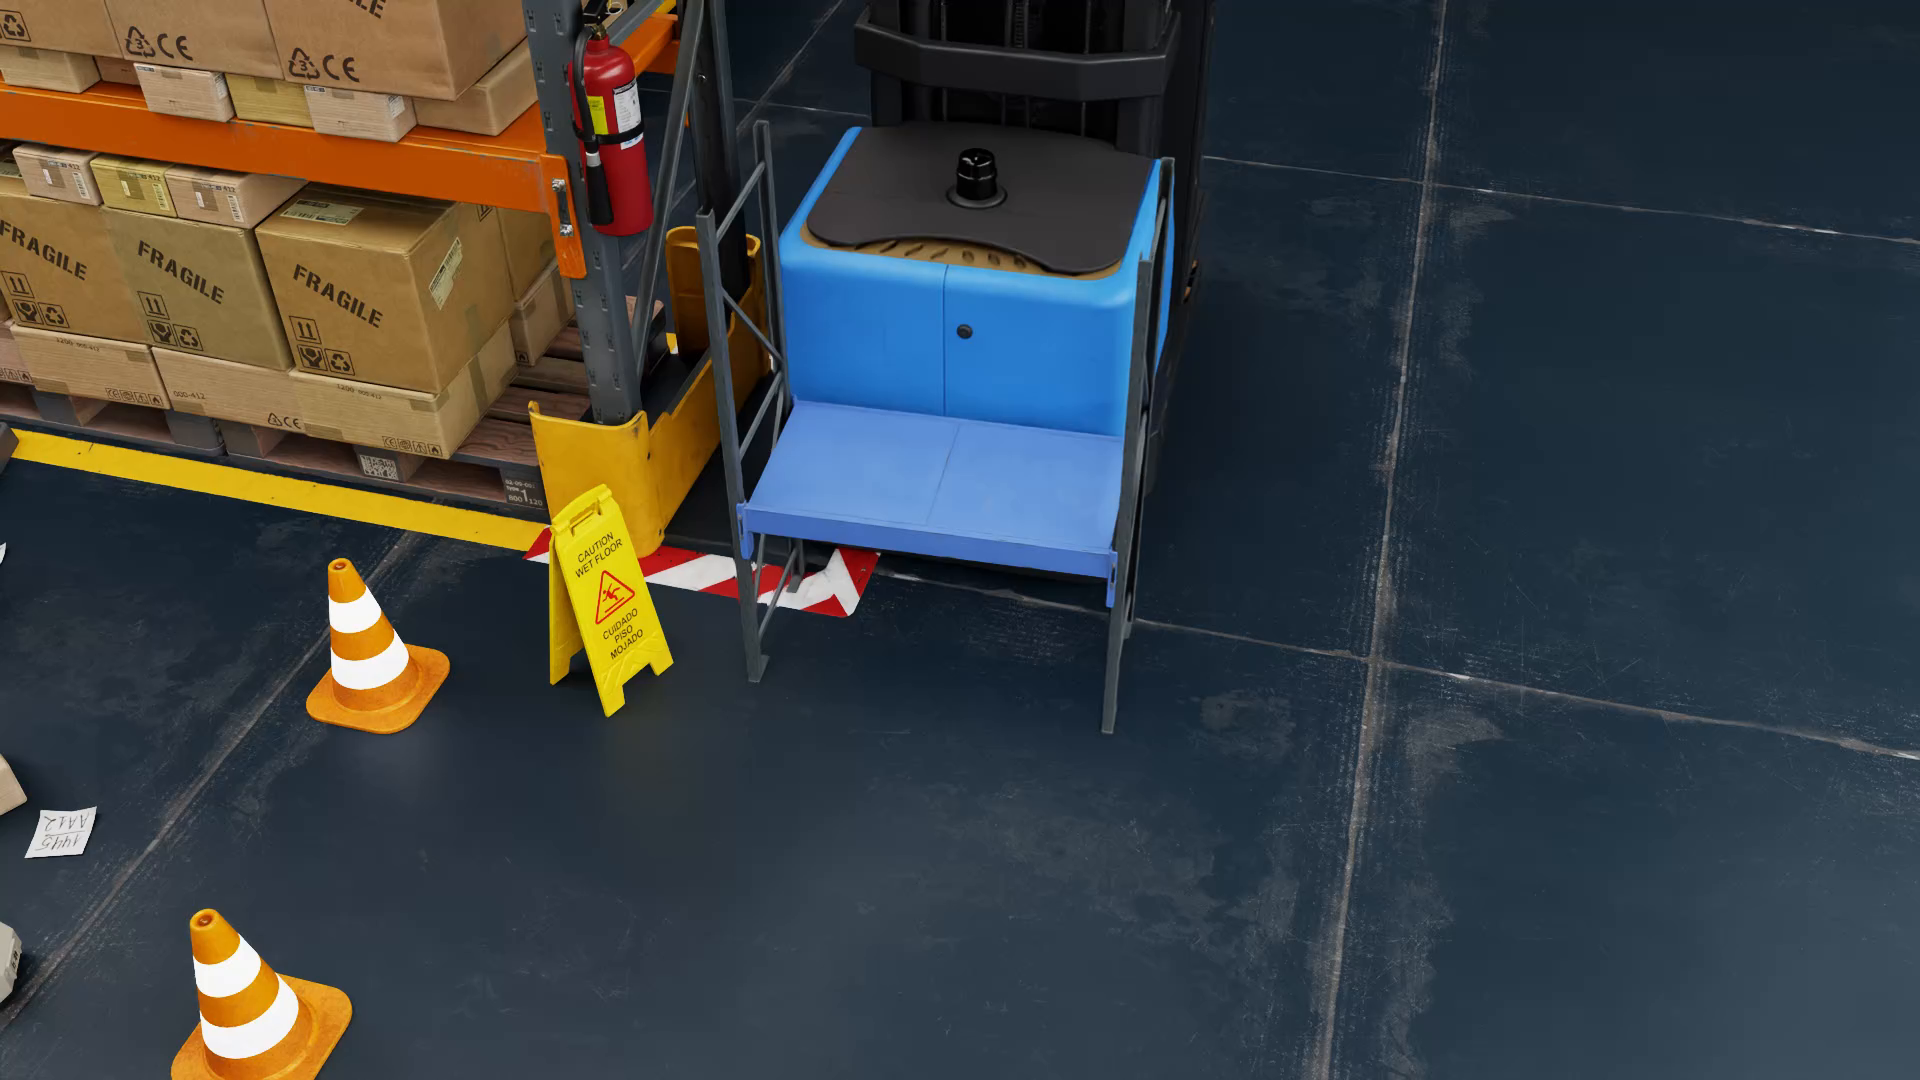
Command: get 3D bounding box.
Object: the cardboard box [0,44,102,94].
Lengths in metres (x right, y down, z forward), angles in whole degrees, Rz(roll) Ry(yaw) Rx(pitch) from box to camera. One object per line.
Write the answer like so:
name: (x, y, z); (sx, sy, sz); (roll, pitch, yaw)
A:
cardboard box: (-2.580, -1.462, 4.853); (0.250, 0.149, 0.380); (9, 41, 11)

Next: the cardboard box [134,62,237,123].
cardboard box: (-2.098, -1.346, 4.715); (0.250, 0.149, 0.380); (10, 41, 12)

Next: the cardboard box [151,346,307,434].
cardboard box: (-2.258, -0.626, 5.474); (0.500, 0.250, 0.500); (10, 41, 12)

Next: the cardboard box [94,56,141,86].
cardboard box: (-2.309, -1.476, 4.870); (0.250, 0.149, 0.380); (10, 41, 12)

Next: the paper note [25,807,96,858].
paper note: (-2.337, 0.757, 4.325); (0.142, 0.019, 0.148); (-3, 40, -4)

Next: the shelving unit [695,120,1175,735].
shelving unit: (-0.043, -0.258, 4.390); (1.048, 1.500, 0.538); (7, 41, 9)

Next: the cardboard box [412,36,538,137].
cardboard box: (-1.326, -1.292, 4.652); (0.250, 0.149, 0.380); (11, 41, 13)

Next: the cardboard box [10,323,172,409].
cardboard box: (-2.765, -0.709, 5.573); (0.500, 0.250, 0.500); (8, 41, 10)

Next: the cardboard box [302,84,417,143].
cardboard box: (-1.599, -1.266, 4.620); (0.250, 0.149, 0.380); (9, 41, 11)

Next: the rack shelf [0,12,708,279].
rack shelf: (-2.841, -1.516, 5.283); (4.000, 0.370, 1.077); (10, 41, 11)

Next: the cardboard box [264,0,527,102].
cardboard box: (-1.505, -1.531, 4.431); (0.500, 0.500, 0.500); (9, 41, 11)

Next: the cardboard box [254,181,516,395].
cardboard box: (-1.751, -0.826, 5.129); (0.500, 0.500, 0.500); (10, 41, 12)

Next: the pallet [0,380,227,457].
pallet: (-2.933, -0.765, 5.997); (1.213, 0.211, 1.003); (10, 41, 11)

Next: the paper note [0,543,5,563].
paper note: (-3.048, 0.065, 5.149); (0.148, 0.019, 0.142); (-3, 40, -4)

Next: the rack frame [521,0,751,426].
rack frame: (-0.909, -1.459, 4.655); (0.127, 3.000, 1.000); (10, 41, 11)

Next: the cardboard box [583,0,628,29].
cardboard box: (-1.184, -1.548, 4.957); (0.250, 0.149, 0.380); (10, 41, 12)

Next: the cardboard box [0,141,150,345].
cardboard box: (-2.741, -0.999, 5.335); (0.500, 0.500, 0.500); (9, 41, 10)

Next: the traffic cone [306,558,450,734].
traffic cone: (-1.658, 0.242, 4.602); (0.334, 0.463, 0.336); (10, 41, 11)

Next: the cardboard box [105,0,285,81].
cardboard box: (-1.987, -1.617, 4.534); (0.500, 0.500, 0.500); (10, 41, 12)

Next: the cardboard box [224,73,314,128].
cardboard box: (-1.841, -1.322, 4.687); (0.250, 0.149, 0.380); (9, 41, 11)

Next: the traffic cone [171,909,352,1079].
traffic cone: (-1.617, 0.988, 3.714); (0.334, 0.463, 0.336); (10, 41, 11)

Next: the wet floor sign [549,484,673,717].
wet floor sign: (-1.002, 0.138, 4.583); (0.232, 0.644, 0.267); (24, 46, 26)

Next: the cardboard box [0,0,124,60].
cardboard box: (-2.470, -1.702, 4.635); (0.500, 0.500, 0.500); (10, 41, 11)

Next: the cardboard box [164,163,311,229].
cardboard box: (-2.123, -1.093, 4.943); (0.250, 0.149, 0.380); (11, 41, 13)

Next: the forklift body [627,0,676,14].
forklift body: (-1.933, -3.401, 7.627); (1.214, 2.155, 2.313); (10, 41, 11)

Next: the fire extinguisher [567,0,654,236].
fire extinguisher: (-0.918, -1.124, 4.317); (0.183, 0.674, 0.296); (10, 41, 11)

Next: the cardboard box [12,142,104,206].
cardboard box: (-2.619, -1.182, 5.049); (0.250, 0.149, 0.380); (11, 41, 13)

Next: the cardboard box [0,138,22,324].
cardboard box: (-3.253, -1.085, 5.438); (0.500, 0.500, 0.500); (12, 41, 14)

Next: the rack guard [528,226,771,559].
rack guard: (-0.983, -0.515, 5.474); (0.348, 0.500, 1.175); (10, 41, 11)

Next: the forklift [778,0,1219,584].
forklift: (0.304, -1.946, 5.288); (1.130, 2.935, 3.031); (9, 41, 10)

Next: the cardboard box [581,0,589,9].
cardboard box: (-1.295, -1.863, 4.826); (0.500, 0.500, 0.500); (9, 41, 11)

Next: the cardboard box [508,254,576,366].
cardboard box: (-1.617, -0.873, 5.769); (0.500, 0.250, 0.500); (9, 41, 11)

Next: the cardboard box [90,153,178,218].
cardboard box: (-2.365, -1.137, 4.996); (0.250, 0.149, 0.380); (10, 41, 12)

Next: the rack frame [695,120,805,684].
rack frame: (-0.542, -0.321, 4.466); (0.032, 1.500, 0.500); (7, 41, 9)

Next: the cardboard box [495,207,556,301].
cardboard box: (-1.640, -1.164, 5.532); (0.500, 0.500, 0.500); (8, 41, 10)

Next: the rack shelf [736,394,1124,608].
rack shelf: (-0.043, -0.120, 4.506); (1.000, 0.185, 0.538); (7, 41, 9)

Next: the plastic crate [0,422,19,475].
plastic crate: (-3.469, -0.236, 5.469); (0.583, 0.080, 0.402); (-3, 40, -4)

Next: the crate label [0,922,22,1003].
crate label: (-2.392, 1.021, 3.928); (0.298, 0.136, 0.250); (-10, 41, -11)

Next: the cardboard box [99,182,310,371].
cardboard box: (-2.256, -0.910, 5.230); (0.500, 0.500, 0.500); (11, 41, 13)

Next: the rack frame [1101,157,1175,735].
rack frame: (0.455, -0.194, 4.314); (0.032, 1.500, 0.500); (7, 41, 9)

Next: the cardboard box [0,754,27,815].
cardboard box: (-2.697, 0.669, 4.337); (0.250, 0.149, 0.380); (33, 50, 33)

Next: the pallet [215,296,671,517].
pallet: (-1.758, -0.561, 5.754); (1.213, 0.211, 1.003); (10, 41, 11)

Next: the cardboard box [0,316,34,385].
cardboard box: (-3.241, -0.798, 5.679); (0.500, 0.250, 0.500); (9, 41, 11)

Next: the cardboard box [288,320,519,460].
cardboard box: (-1.783, -0.539, 5.370); (0.500, 0.250, 0.500); (10, 41, 11)
